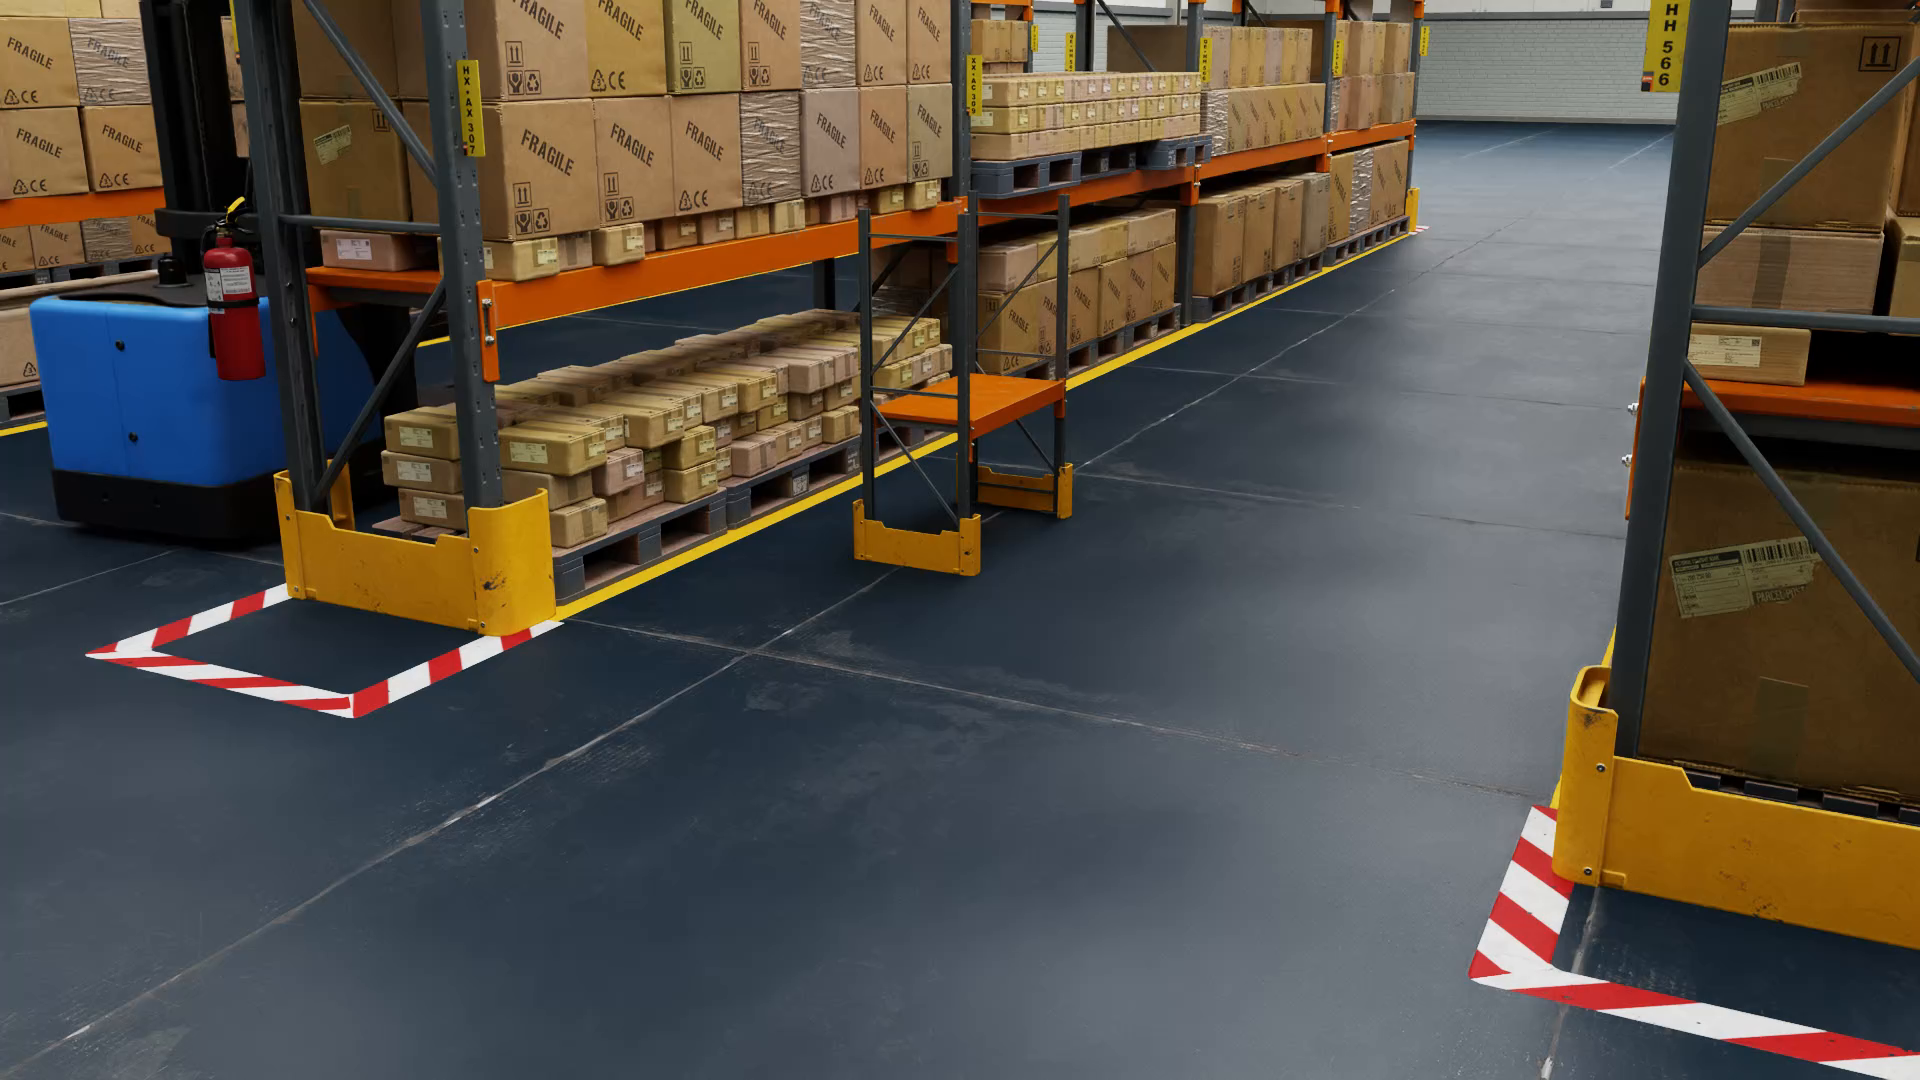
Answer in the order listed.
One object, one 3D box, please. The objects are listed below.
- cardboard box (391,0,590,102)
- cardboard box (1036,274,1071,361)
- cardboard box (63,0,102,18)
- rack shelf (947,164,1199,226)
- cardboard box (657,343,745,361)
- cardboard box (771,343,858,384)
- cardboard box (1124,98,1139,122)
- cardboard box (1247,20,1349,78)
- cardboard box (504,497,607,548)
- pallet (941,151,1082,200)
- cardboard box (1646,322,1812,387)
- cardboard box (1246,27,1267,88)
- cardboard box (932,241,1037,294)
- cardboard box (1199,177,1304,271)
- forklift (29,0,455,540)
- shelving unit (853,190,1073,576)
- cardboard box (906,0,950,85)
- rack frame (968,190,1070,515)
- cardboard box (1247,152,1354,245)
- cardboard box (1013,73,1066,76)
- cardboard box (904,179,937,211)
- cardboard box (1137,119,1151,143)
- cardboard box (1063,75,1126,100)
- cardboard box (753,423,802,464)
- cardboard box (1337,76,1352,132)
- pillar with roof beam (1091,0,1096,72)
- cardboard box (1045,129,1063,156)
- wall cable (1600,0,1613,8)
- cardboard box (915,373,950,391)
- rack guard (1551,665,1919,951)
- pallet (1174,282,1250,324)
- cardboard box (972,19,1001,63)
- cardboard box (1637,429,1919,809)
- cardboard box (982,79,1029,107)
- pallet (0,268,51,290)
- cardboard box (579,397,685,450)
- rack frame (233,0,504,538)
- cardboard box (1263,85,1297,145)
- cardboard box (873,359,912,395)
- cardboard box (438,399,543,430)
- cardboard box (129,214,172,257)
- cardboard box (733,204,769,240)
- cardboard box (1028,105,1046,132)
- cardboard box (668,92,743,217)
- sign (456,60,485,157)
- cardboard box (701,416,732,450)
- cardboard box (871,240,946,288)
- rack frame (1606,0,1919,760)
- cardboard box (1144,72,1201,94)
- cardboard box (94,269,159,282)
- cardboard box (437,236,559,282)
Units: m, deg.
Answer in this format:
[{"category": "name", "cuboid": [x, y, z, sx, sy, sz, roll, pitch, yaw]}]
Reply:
[{"category": "cardboard box", "cuboid": [-1.761, -1.914, 6.245, 0.500, 0.500, 0.500, 8, 18, 25]}, {"category": "cardboard box", "cuboid": [0.390, -1.475, 10.874, 0.500, 0.500, 0.500, 9, 19, 28]}, {"category": "cardboard box", "cuboid": [-5.366, -3.188, 9.918, 0.380, 0.149, 0.250, 8, 18, 24]}, {"category": "rack shelf", "cuboid": [0.482, -2.347, 11.421, 1.077, 0.370, 4.000, 8, 18, 25]}, {"category": "cardboard box", "cuboid": [-1.327, -0.904, 8.524, 0.380, 0.149, 0.250, 7, 18, 23]}, {"category": "cardboard box", "cuboid": [-0.746, -0.907, 8.535, 0.380, 0.149, 0.250, 7, 18, 23]}, {"category": "cardboard box", "cuboid": [0.987, -2.912, 11.242, 0.380, 0.149, 0.250, 9, 19, 27]}, {"category": "cardboard box", "cuboid": [3.358, -4.899, 16.591, 0.875, 0.550, 0.550, 8, 18, 25]}, {"category": "cardboard box", "cuboid": [-1.679, -0.091, 6.831, 0.380, 0.149, 0.250, 9, 19, 26]}, {"category": "pallet", "cuboid": [0.060, -2.267, 10.224, 1.003, 0.211, 1.213, 8, 18, 25]}, {"category": "cardboard box", "cuboid": [2.057, -0.519, 4.444, 0.380, 0.149, 0.250, 8, 19, 26]}, {"category": "cardboard box", "cuboid": [2.265, -4.232, 14.572, 0.700, 0.500, 0.500, 8, 18, 25]}, {"category": "cardboard box", "cuboid": [0.155, -1.699, 10.313, 0.500, 0.250, 0.500, 7, 18, 23]}, {"category": "cardboard box", "cuboid": [2.531, -2.928, 15.328, 1.050, 0.750, 0.750, 8, 18, 25]}, {"category": "forklift", "cuboid": [-3.144, -1.784, 8.384, 1.130, 2.935, 3.031, 6, 18, 20]}, {"category": "shelving unit", "cuboid": [0.034, -0.738, 7.376, 0.587, 1.500, 1.083, 8, 18, 25]}, {"category": "cardboard box", "cuboid": [-0.380, -2.698, 8.886, 0.500, 0.500, 0.500, 7, 18, 23]}, {"category": "rack frame", "cuboid": [0.265, -0.870, 7.820, 0.500, 1.500, 0.032, 8, 18, 25]}, {"category": "cardboard box", "cuboid": [3.506, -3.554, 17.216, 0.875, 0.875, 0.875, 8, 19, 26]}, {"category": "cardboard box", "cuboid": [0.526, -3.207, 11.712, 0.380, 0.149, 0.250, 9, 19, 28]}, {"category": "cardboard box", "cuboid": [-0.348, -1.880, 9.026, 0.380, 0.149, 0.250, 8, 18, 24]}, {"category": "cardboard box", "cuboid": [1.106, -2.838, 11.513, 0.380, 0.149, 0.250, 7, 18, 23]}, {"category": "cardboard box", "cuboid": [0.870, -2.989, 10.978, 0.380, 0.149, 0.250, 9, 19, 27]}, {"category": "cardboard box", "cuboid": [-1.000, -0.487, 8.164, 0.380, 0.149, 0.250, 8, 18, 25]}, {"category": "cardboard box", "cuboid": [3.542, -4.530, 17.246, 0.875, 0.550, 0.550, 8, 18, 25]}, {"category": "pillar with roof beam", "cuboid": [6.811, -13.324, 36.578, 9.100, 9.000, 0.400, 8, 18, 25]}, {"category": "cardboard box", "cuboid": [0.409, -2.440, 10.173, 0.380, 0.149, 0.250, 8, 18, 26]}, {"category": "wall cable", "cuboid": [19.307, -17.929, 46.109, 2.305, 6.003, 0.169, 8, 18, 25]}, {"category": "cardboard box", "cuboid": [-0.282, -0.874, 9.467, 0.380, 0.149, 0.250, 8, 18, 26]}, {"category": "rack guard", "cuboid": [2.182, 0.698, 4.297, 1.175, 0.500, 0.348, 8, 18, 25]}, {"category": "pallet", "cuboid": [1.795, -2.056, 14.075, 1.003, 0.211, 1.213, 8, 18, 25]}, {"category": "cardboard box", "cuboid": [0.075, -6.084, 20.285, 0.700, 0.500, 0.500, 8, 18, 25]}, {"category": "cardboard box", "cuboid": [2.407, 0.137, 4.788, 0.875, 0.875, 0.875, 8, 18, 25]}, {"category": "cardboard box", "cuboid": [0.175, -2.590, 9.636, 0.380, 0.149, 0.250, 9, 19, 28]}, {"category": "pallet", "cuboid": [-8.998, -2.292, 14.871, 1.003, 0.211, 1.213, 8, 18, 25]}, {"category": "cardboard box", "cuboid": [-1.419, -0.507, 7.187, 0.380, 0.149, 0.250, 8, 18, 25]}, {"category": "rack frame", "cuboid": [-2.199, -1.163, 6.173, 1.000, 3.000, 0.127, 8, 18, 25]}, {"category": "cardboard box", "cuboid": [2.717, -3.844, 15.021, 0.500, 0.500, 0.500, 8, 18, 26]}, {"category": "cardboard box", "cuboid": [-0.482, -0.898, 9.026, 0.380, 0.149, 0.250, 7, 18, 23]}, {"category": "cardboard box", "cuboid": [-2.026, -0.507, 7.188, 0.380, 0.149, 0.250, 8, 19, 26]}, {"category": "cardboard box", "cuboid": [-8.002, -3.044, 16.157, 0.500, 0.500, 0.500, 9, 19, 28]}, {"category": "cardboard box", "cuboid": [-1.110, -1.488, 7.706, 0.380, 0.149, 0.250, 9, 19, 27]}, {"category": "cardboard box", "cuboid": [0.290, -2.514, 9.901, 0.380, 0.149, 0.250, 8, 18, 24]}, {"category": "cardboard box", "cuboid": [-1.305, -1.696, 7.268, 0.500, 0.500, 0.500, 8, 18, 26]}, {"category": "sign", "cuboid": [-1.714, -1.509, 5.818, 0.100, 0.325, 0.005, 8, 18, 25]}, {"category": "cardboard box", "cuboid": [-1.287, -0.509, 7.717, 0.380, 0.149, 0.250, 7, 18, 23]}, {"category": "cardboard box", "cuboid": [-0.305, -1.767, 10.540, 0.500, 0.250, 0.500, 8, 18, 24]}, {"category": "rack frame", "cuboid": [2.193, -0.507, 3.962, 1.000, 3.000, 0.127, 8, 18, 25]}, {"category": "cardboard box", "cuboid": [1.566, -3.384, 12.308, 0.380, 0.149, 0.250, 7, 18, 23]}, {"category": "cardboard box", "cuboid": [-5.262, -1.613, 11.450, 0.875, 0.438, 0.875, 8, 18, 25]}, {"category": "cardboard box", "cuboid": [-1.761, -1.084, 6.346, 0.380, 0.149, 0.250, 8, 18, 25]}]
